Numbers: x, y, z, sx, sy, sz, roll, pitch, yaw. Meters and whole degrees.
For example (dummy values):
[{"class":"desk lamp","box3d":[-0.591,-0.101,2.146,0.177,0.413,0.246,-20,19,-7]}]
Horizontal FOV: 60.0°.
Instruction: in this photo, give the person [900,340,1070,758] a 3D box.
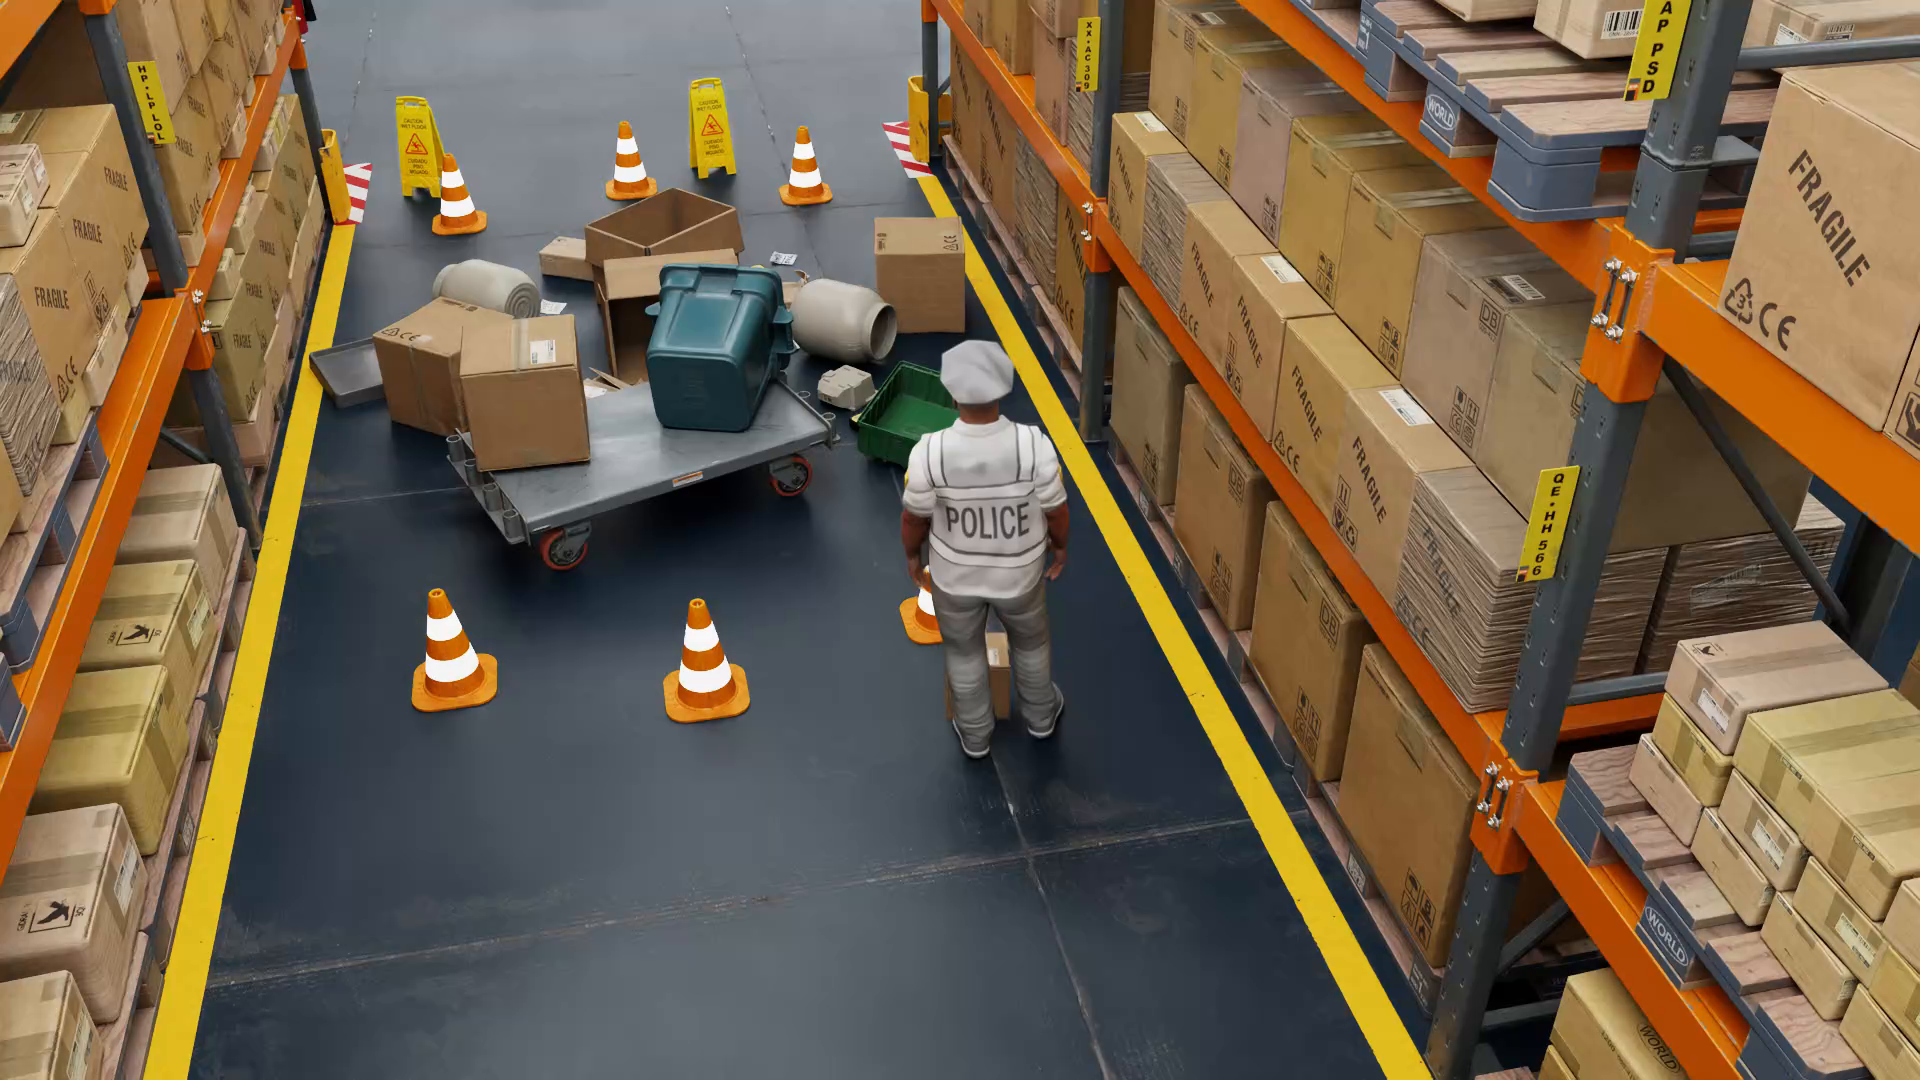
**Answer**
[{"class":"person","box3d":[0.104,0.032,6.047,0.628,1.779,0.576,0,34,0]}]
